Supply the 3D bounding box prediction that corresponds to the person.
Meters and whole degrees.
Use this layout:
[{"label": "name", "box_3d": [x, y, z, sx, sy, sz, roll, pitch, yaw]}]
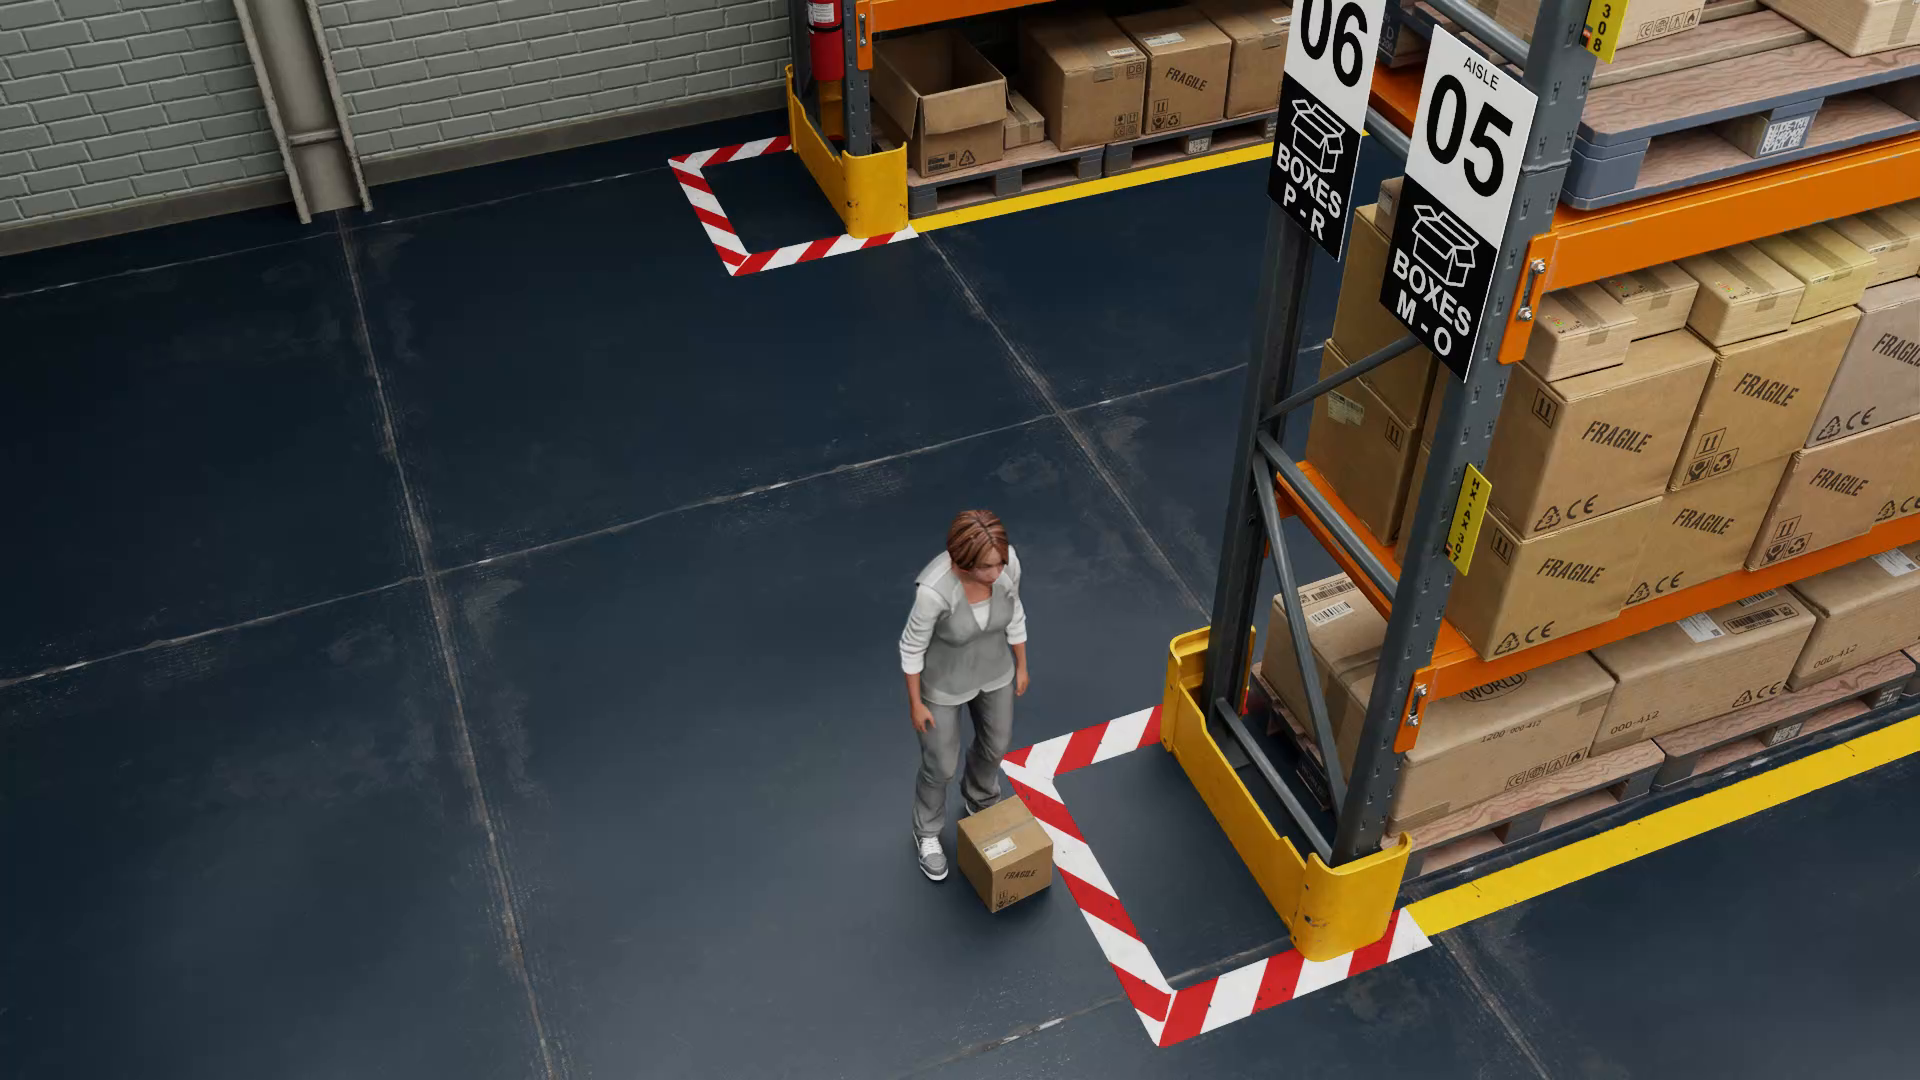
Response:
[{"label": "person", "box_3d": [0.021, 0.491, 5.638, 0.462, 1.582, 0.343, -20, 46, -21]}]
